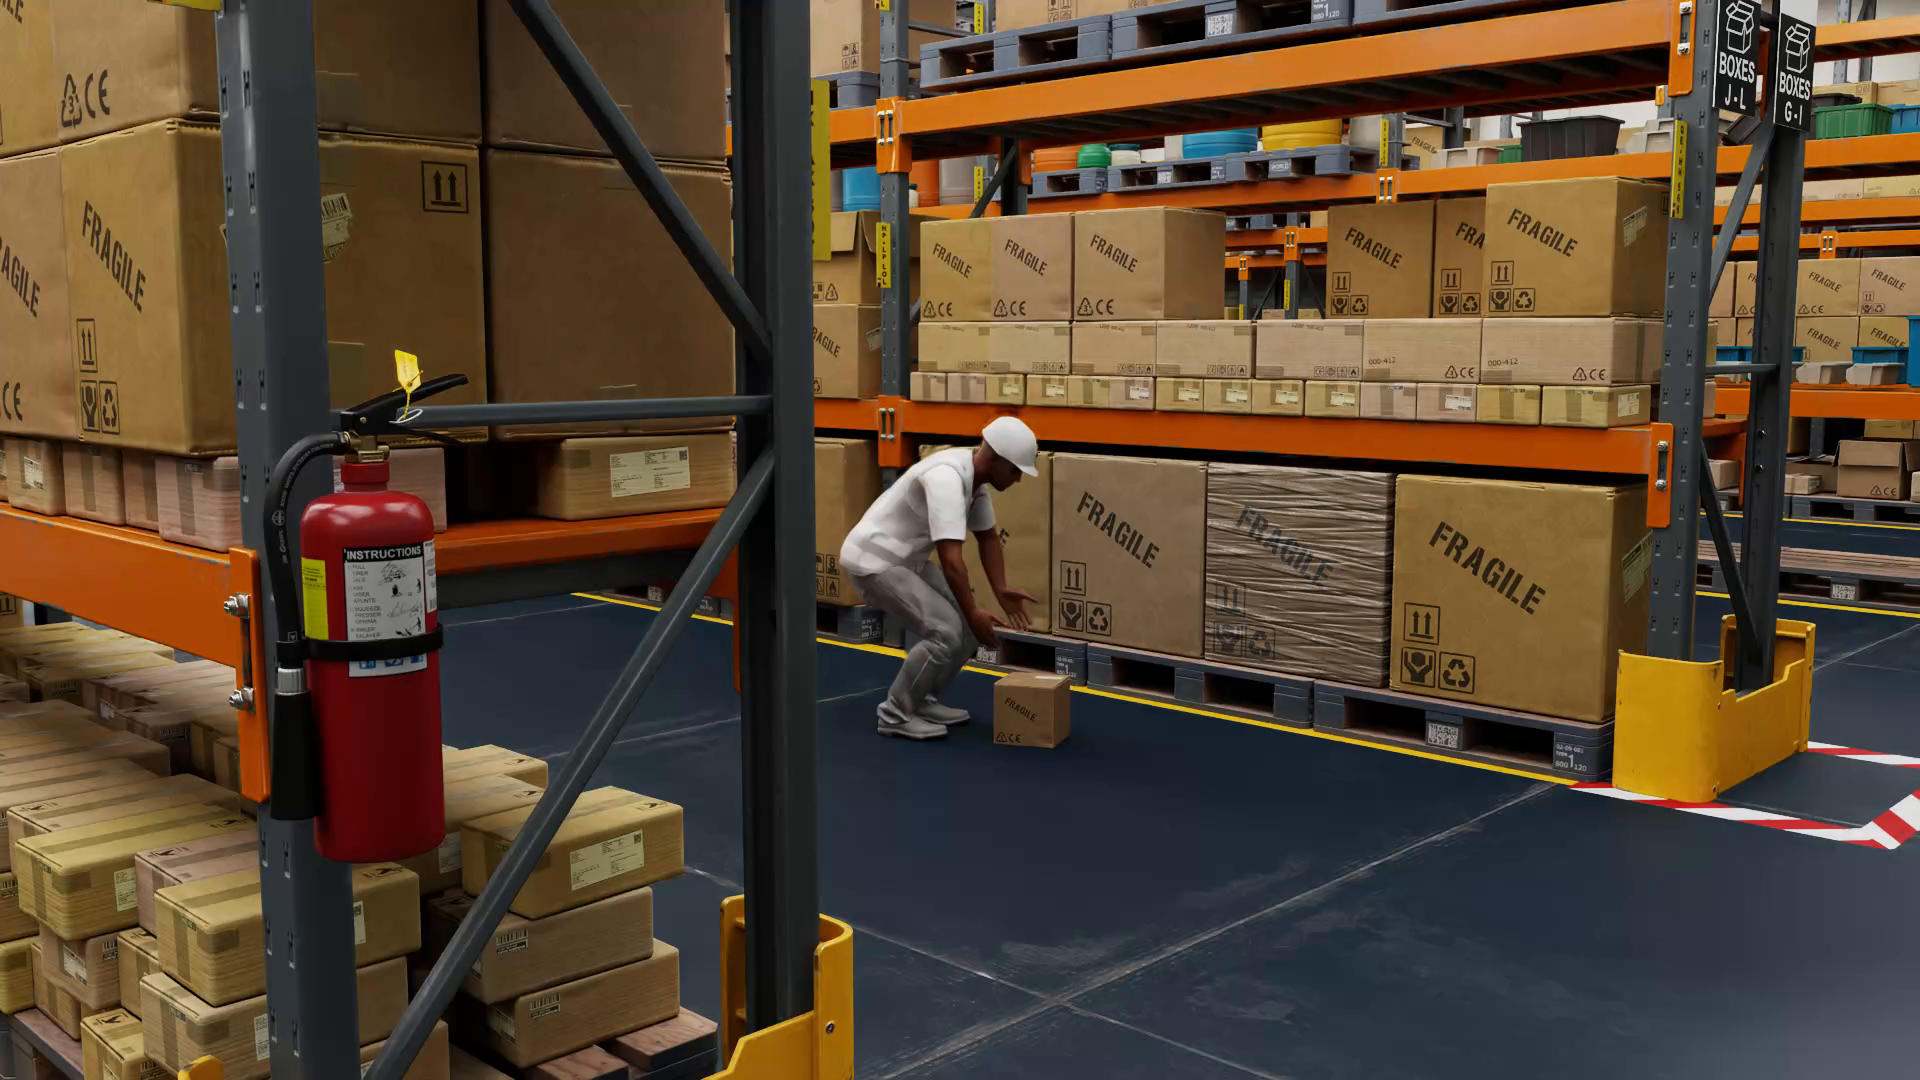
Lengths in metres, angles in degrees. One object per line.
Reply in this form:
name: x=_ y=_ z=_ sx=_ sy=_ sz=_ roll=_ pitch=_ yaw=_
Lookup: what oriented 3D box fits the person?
person: x=-0.074 y=0.139 z=6.889 sx=0.805 sy=1.313 sz=0.629 roll=2 pitch=7 yaw=19
